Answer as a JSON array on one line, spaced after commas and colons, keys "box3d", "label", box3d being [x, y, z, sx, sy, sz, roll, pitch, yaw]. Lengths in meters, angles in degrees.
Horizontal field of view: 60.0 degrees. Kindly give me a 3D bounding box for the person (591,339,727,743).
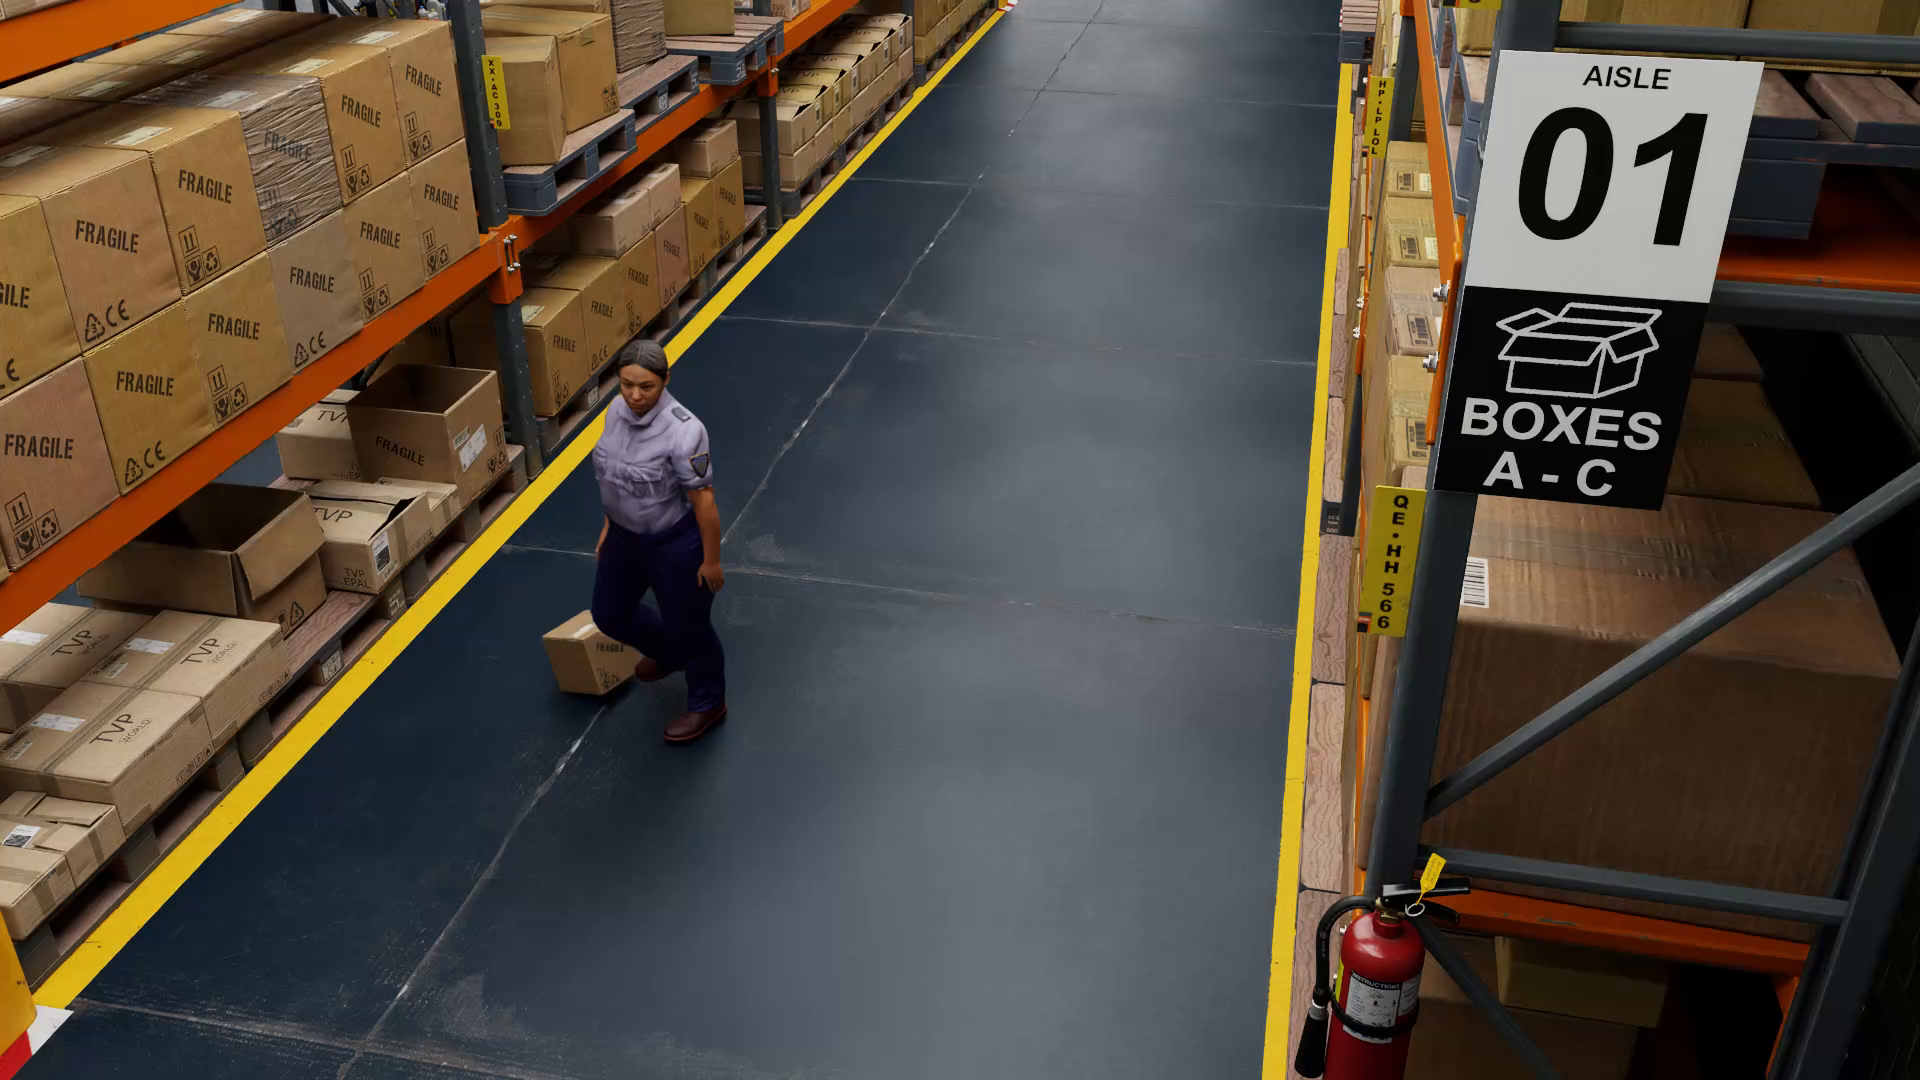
[{"box3d": [-1.107, -0.013, 6.129, 0.650, 1.641, 0.449, 23, 36, 35], "label": "person"}]
